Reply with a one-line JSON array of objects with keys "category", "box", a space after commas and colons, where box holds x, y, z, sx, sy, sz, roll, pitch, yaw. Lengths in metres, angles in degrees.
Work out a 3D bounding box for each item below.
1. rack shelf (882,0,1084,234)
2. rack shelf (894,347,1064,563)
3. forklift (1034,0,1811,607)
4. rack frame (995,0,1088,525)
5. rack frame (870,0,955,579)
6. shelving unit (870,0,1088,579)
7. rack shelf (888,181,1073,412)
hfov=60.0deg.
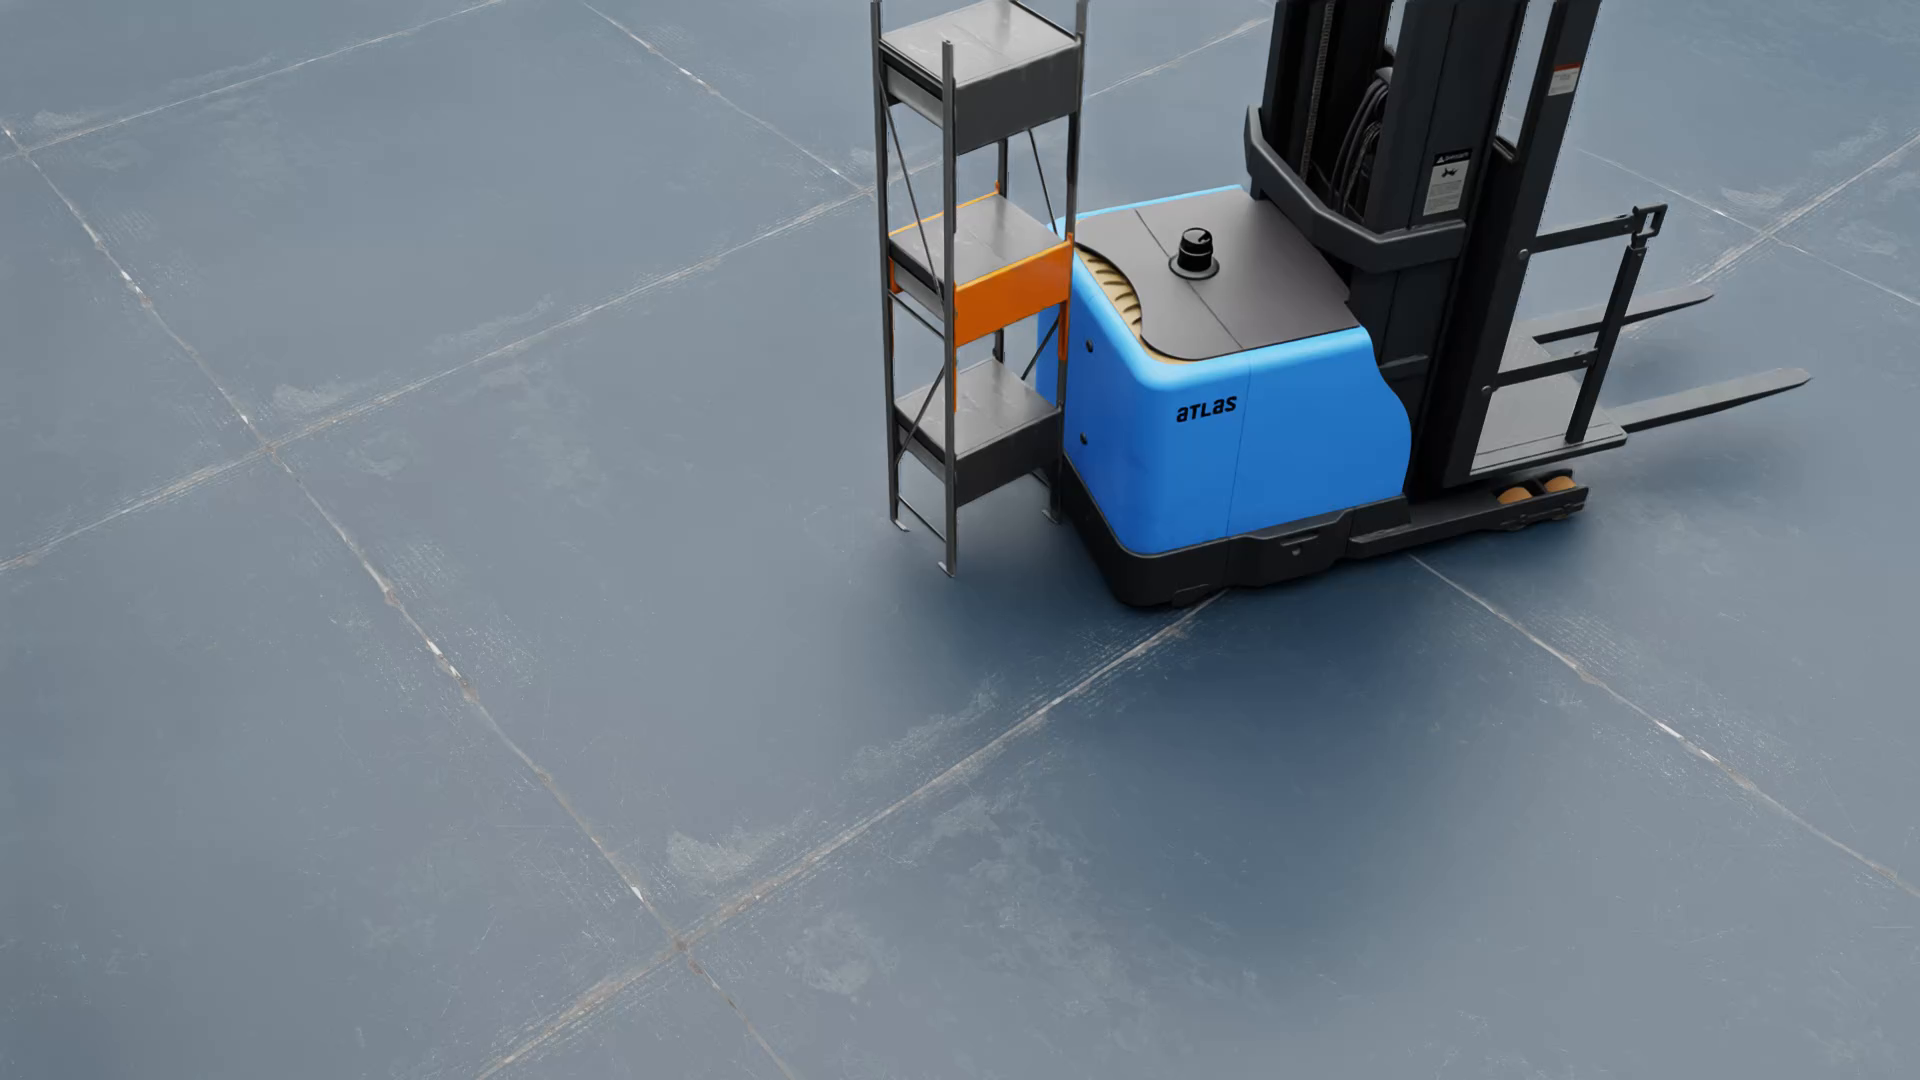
[{"category": "rack shelf", "box": [0.055, -1.336, 5.136, 0.480, 0.518, 0.431, -27, 49, -25]}, {"category": "rack shelf", "box": [0.055, -0.315, 6.094, 0.480, 0.518, 0.431, -27, 49, -25]}, {"category": "forklift", "box": [1.847, -1.434, 5.636, 3.031, 2.935, 1.130, -13, 45, -14]}, {"category": "rack frame", "box": [0.252, -0.934, 5.711, 0.015, 2.100, 0.400, -27, 49, -25]}, {"category": "rack frame", "box": [-0.142, -0.737, 5.501, 0.015, 2.100, 0.400, -27, 49, -25]}, {"category": "shelving unit", "box": [0.055, -0.835, 5.606, 0.503, 2.100, 0.431, -27, 49, -25]}, {"category": "rack shelf", "box": [0.055, -0.825, 5.615, 0.480, 0.518, 0.431, -27, 49, -25]}]
